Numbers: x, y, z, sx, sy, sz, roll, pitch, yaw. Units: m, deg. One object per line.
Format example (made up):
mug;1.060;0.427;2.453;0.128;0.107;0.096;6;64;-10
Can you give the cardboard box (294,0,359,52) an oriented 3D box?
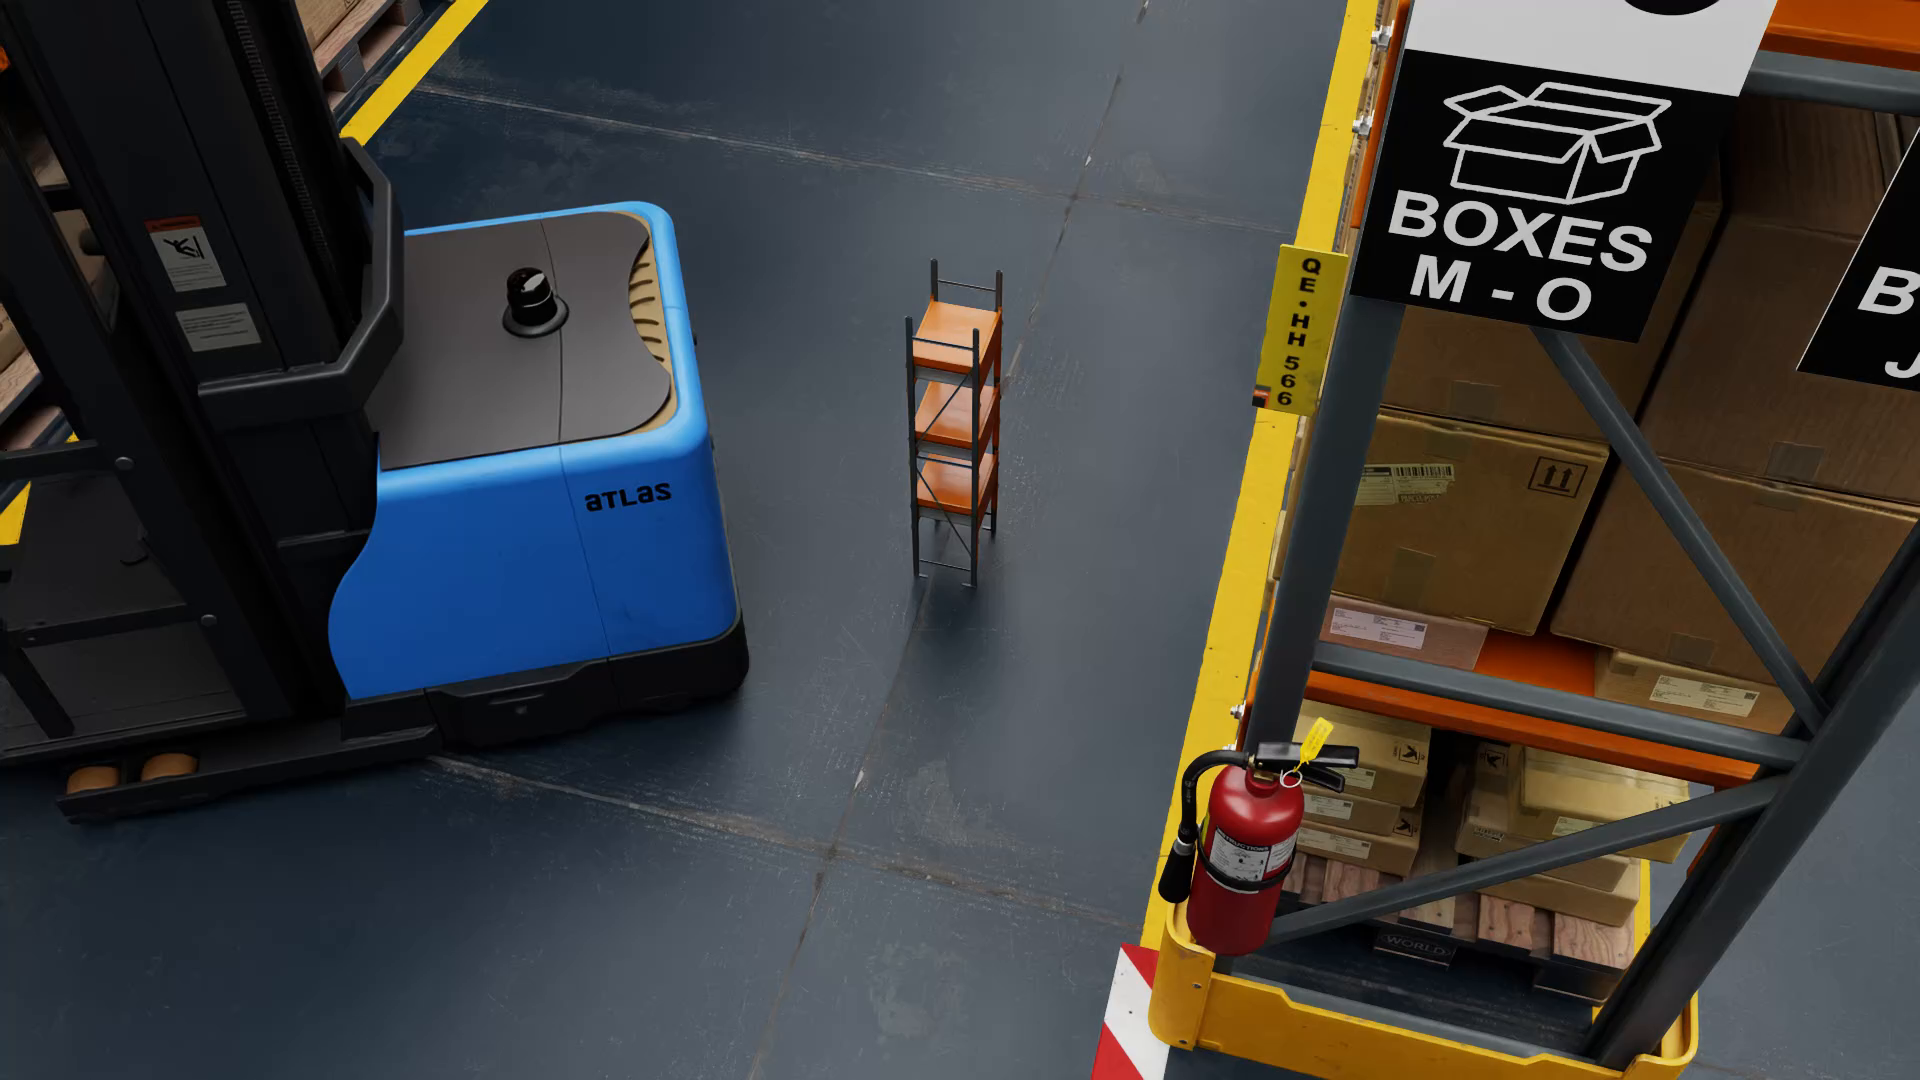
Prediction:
cardboard box;-2.971;-2.358;6.759;0.875;0.438;0.875;11;49;9

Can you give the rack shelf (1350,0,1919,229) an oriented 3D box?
rack shelf;1.574;-1.904;3.409;1.077;0.370;4.000;12;50;10

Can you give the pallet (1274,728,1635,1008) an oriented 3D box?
pallet;1.315;0.585;4.593;1.003;0.211;1.213;12;50;10

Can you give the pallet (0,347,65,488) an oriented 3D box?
pallet;-3.620;-0.277;5.354;1.003;0.211;1.213;12;50;10

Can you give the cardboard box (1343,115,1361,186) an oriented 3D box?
cardboard box;1.624;-1.399;6.105;0.380;0.149;0.250;13;50;11

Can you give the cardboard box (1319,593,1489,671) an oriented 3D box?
cardboard box;0.860;0.089;3.338;0.380;0.149;0.250;12;50;10

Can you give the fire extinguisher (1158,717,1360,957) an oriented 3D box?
fire extinguisher;0.536;0.538;3.075;0.296;0.674;0.183;12;50;10

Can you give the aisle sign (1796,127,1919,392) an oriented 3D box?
aisle sign;1.317;-0.451;1.913;0.394;0.787;0.004;12;50;10

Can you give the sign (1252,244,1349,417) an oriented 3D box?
sign;0.517;-0.314;2.544;0.100;0.325;0.005;12;50;10

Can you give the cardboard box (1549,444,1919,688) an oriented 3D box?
cardboard box;1.432;-0.104;3.076;0.500;0.500;0.500;14;50;12

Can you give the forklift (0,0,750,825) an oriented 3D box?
forklift;-2.184;-0.635;3.856;3.031;2.935;1.130;-9;49;-8

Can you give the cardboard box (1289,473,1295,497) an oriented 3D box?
cardboard box;1.170;-0.188;4.838;0.380;0.149;0.250;12;50;11

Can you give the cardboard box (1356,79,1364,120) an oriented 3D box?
cardboard box;1.694;-1.591;6.275;0.380;0.149;0.250;10;49;8

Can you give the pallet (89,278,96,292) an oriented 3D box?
pallet;-3.297;-1.157;6.130;1.003;0.211;1.213;12;50;10

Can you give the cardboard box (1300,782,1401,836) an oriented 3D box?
cardboard box;0.911;0.565;4.173;0.380;0.149;0.250;10;49;9

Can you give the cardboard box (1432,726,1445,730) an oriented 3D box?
cardboard box;1.064;0.302;4.208;0.380;0.149;0.250;12;50;11

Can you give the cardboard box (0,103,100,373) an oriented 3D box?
cardboard box;-3.445;-1.058;5.612;0.875;0.438;0.875;13;50;11

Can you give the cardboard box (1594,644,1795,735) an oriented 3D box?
cardboard box;1.449;0.211;3.231;0.380;0.149;0.250;11;50;10

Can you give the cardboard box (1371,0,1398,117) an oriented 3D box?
cardboard box;1.061;-0.912;3.122;0.500;0.500;0.500;10;49;9

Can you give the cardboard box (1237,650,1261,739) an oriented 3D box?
cardboard box;0.955;0.474;4.452;0.380;0.149;0.250;13;50;11

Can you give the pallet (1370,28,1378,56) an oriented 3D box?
pallet;2.304;-2.237;7.083;1.003;0.211;1.213;12;50;10

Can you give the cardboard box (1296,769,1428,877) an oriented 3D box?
cardboard box;0.985;0.680;4.271;0.380;0.149;0.250;12;50;11

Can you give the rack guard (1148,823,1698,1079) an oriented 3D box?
rack guard;1.067;1.070;3.973;1.175;0.500;0.348;12;50;10

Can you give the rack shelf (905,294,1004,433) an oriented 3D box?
rack shelf;-0.014;-0.489;4.617;0.215;0.259;0.240;12;50;10

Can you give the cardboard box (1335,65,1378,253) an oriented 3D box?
cardboard box;1.182;-0.950;3.823;0.500;0.500;0.500;12;50;10

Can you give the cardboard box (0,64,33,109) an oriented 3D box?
cardboard box;-3.206;-1.710;6.187;0.875;0.438;0.875;10;49;9

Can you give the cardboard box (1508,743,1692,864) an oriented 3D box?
cardboard box;1.513;0.593;3.950;0.380;0.149;0.250;10;49;8

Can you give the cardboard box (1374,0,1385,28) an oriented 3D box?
cardboard box;1.436;-1.702;4.487;0.500;0.500;0.500;11;49;9

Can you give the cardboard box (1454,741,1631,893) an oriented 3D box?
cardboard box;1.433;0.675;4.076;0.380;0.149;0.250;13;50;12

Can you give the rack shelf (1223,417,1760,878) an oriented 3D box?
rack shelf;1.574;-0.911;4.533;1.077;0.370;4.000;12;50;10

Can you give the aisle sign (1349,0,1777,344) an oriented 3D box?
aisle sign;0.739;-0.569;2.018;0.394;0.787;0.004;12;50;10

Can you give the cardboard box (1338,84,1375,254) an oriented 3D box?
cardboard box;1.058;-0.581;3.497;0.500;0.500;0.500;11;49;9

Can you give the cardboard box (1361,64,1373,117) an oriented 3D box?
cardboard box;1.323;-1.309;4.139;0.500;0.500;0.500;14;50;12

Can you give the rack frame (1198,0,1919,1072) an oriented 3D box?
rack frame;1.047;0.297;2.987;1.000;3.000;0.127;12;50;10

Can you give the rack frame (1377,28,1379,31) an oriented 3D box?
rack frame;2.100;-2.596;5.540;1.000;3.000;0.127;12;50;10

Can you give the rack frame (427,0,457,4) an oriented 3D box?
rack frame;-2.702;-3.500;6.338;1.000;3.000;0.127;12;50;10

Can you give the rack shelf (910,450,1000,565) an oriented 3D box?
rack shelf;-0.014;-0.118;5.039;0.215;0.259;0.240;12;50;10

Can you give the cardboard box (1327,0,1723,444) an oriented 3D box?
cardboard box;0.928;-0.545;2.798;0.500;0.500;0.500;11;49;9

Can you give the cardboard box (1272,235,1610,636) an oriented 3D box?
cardboard box;0.917;-0.210;3.169;0.500;0.500;0.500;12;50;11

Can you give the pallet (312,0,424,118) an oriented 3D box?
pallet;-2.978;-2.042;6.912;1.003;0.211;1.213;12;50;10

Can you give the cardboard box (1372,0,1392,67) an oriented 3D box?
cardboard box;1.189;-1.289;3.455;0.500;0.500;0.500;14;50;12

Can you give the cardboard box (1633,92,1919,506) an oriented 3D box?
cardboard box;1.422;-0.437;2.703;0.500;0.500;0.500;11;50;10

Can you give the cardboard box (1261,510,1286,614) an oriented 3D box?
cardboard box;1.009;0.089;4.395;0.380;0.149;0.250;11;49;9

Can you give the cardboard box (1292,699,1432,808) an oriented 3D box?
cardboard box;0.942;0.472;4.057;0.380;0.149;0.250;12;50;10

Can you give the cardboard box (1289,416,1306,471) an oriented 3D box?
cardboard box;1.156;-0.291;4.731;0.380;0.149;0.250;13;50;11

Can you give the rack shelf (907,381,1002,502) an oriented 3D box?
rack shelf;-0.014;-0.302;4.830;0.215;0.259;0.240;12;50;10

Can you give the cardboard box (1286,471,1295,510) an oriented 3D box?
cardboard box;1.166;-0.078;4.940;0.380;0.149;0.250;10;49;8

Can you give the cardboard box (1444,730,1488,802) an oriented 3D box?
cardboard box;1.484;0.581;4.358;0.380;0.149;0.250;11;50;10

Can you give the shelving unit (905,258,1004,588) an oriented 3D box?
shelving unit;-0.014;-0.309;4.822;0.215;1.050;0.252;12;50;10

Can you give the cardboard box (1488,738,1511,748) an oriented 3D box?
cardboard box;1.559;0.488;4.241;0.380;0.149;0.250;11;50;10

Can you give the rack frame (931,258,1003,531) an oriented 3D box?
rack frame;0.018;-0.397;4.900;0.200;1.050;0.008;12;50;10

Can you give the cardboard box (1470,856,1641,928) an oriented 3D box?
cardboard box;1.494;0.786;4.177;0.380;0.149;0.250;12;50;11

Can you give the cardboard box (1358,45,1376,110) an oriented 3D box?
cardboard box;1.696;-1.691;6.165;0.380;0.149;0.250;14;50;12

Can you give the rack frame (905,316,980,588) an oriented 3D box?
rack frame;-0.046;-0.220;4.744;0.200;1.050;0.008;12;50;10
